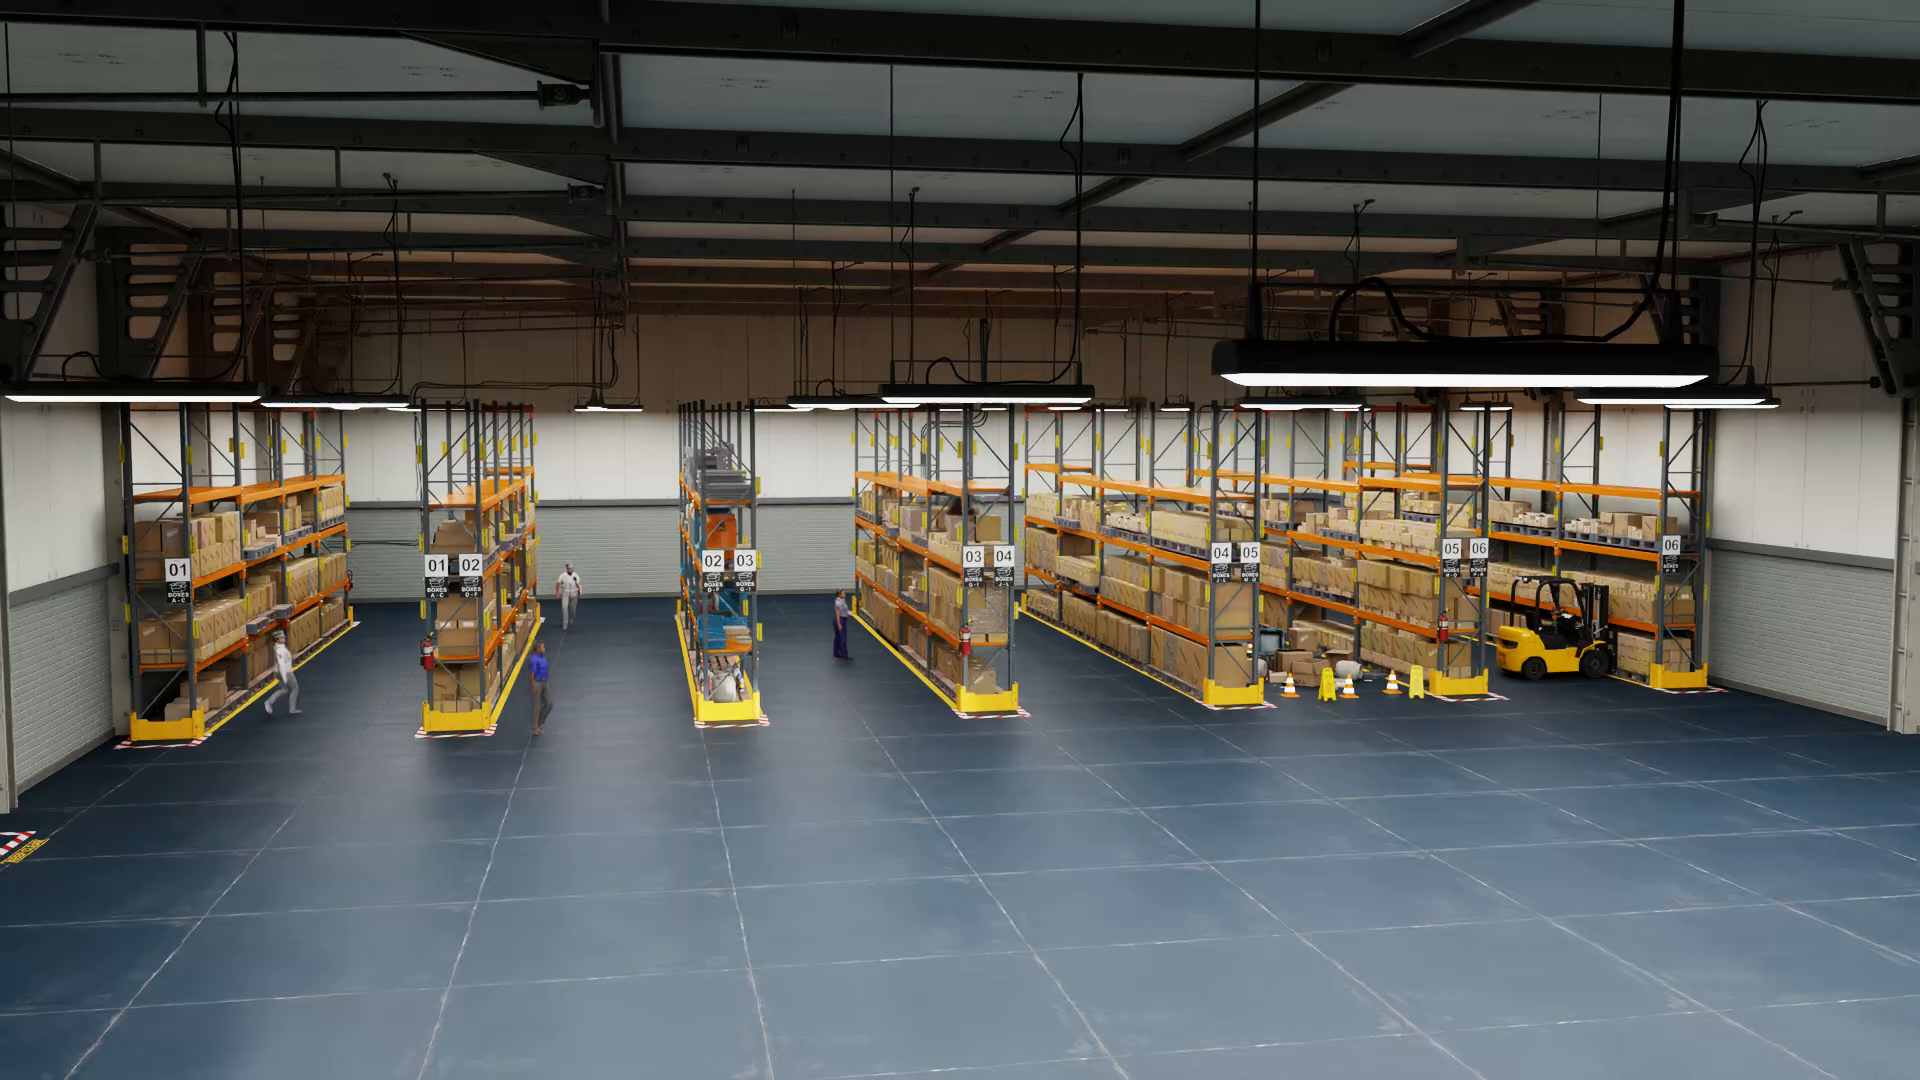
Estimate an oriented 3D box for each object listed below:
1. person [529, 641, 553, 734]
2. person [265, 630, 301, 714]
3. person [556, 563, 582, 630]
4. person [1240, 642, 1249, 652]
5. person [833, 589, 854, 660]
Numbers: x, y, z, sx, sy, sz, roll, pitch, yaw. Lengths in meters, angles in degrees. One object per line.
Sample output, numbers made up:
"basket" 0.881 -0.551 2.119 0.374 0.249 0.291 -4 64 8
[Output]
"person" -7.594 2.653 29.958 0.404 1.671 0.518 2 5 24
"person" -12.876 2.525 31.707 0.448 1.646 0.648 4 6 41
"person" -10.535 1.497 44.791 0.679 1.764 0.986 -1 4 -12
"person" 6.761 1.893 39.713 0.335 1.670 0.502 0 4 -2
"person" -2.733 1.967 38.952 0.504 1.667 0.503 0 4 1
